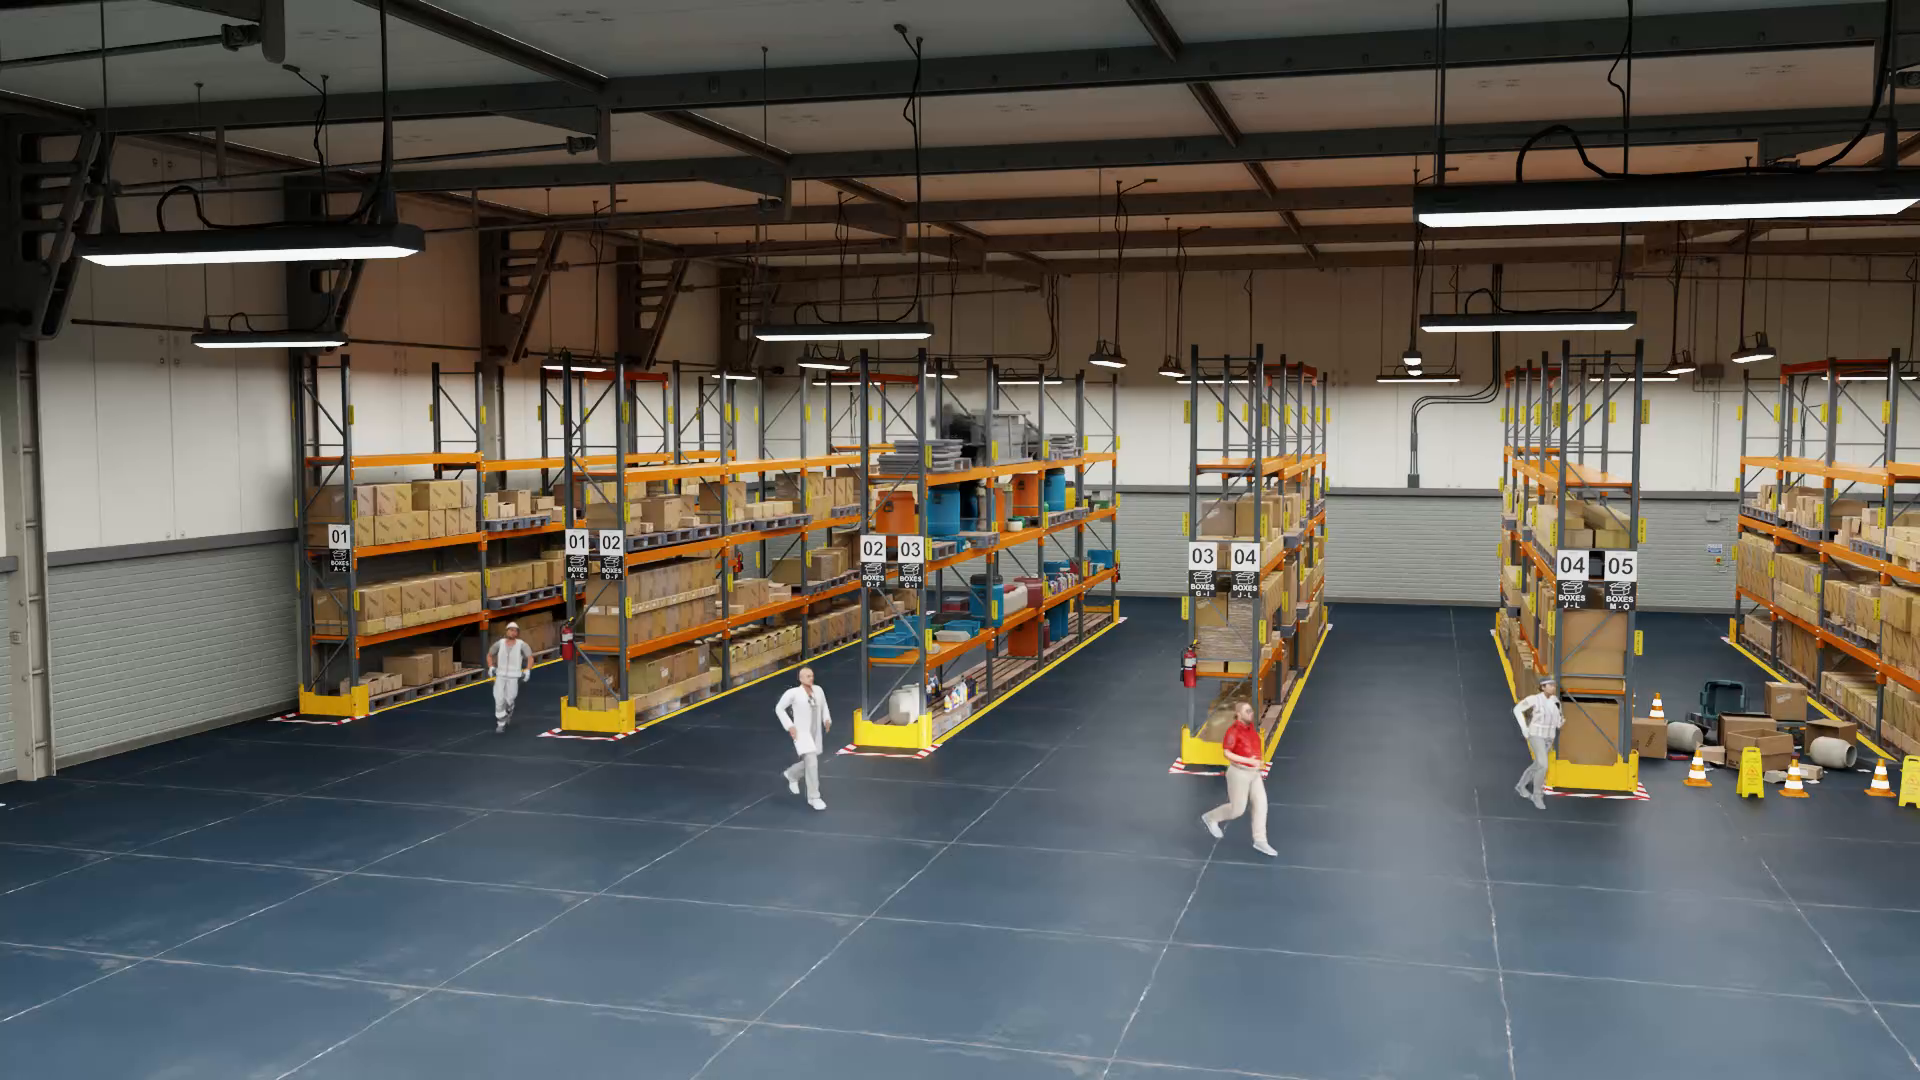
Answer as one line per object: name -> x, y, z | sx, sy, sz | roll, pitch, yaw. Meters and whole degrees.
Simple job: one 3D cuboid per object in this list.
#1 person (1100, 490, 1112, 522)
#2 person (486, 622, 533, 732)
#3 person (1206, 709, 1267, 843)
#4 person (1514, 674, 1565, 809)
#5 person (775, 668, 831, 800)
person -> 8.265, 1.443, 26.211 | 1.714, 3.185, 30.321 | -2, 5, -21
person -> -7.134, 2.168, 26.316 | 0.729, 1.736, 0.541 | -1, 4, -7
person -> 3.201, 2.695, 19.161 | 0.740, 1.549, 0.637 | 4, 6, 43
person -> 7.487, 2.587, 21.472 | 0.615, 1.752, 0.706 | -2, 5, -22
person -> -2.031, 2.470, 21.459 | 0.722, 1.677, 0.754 | -4, 6, -44
